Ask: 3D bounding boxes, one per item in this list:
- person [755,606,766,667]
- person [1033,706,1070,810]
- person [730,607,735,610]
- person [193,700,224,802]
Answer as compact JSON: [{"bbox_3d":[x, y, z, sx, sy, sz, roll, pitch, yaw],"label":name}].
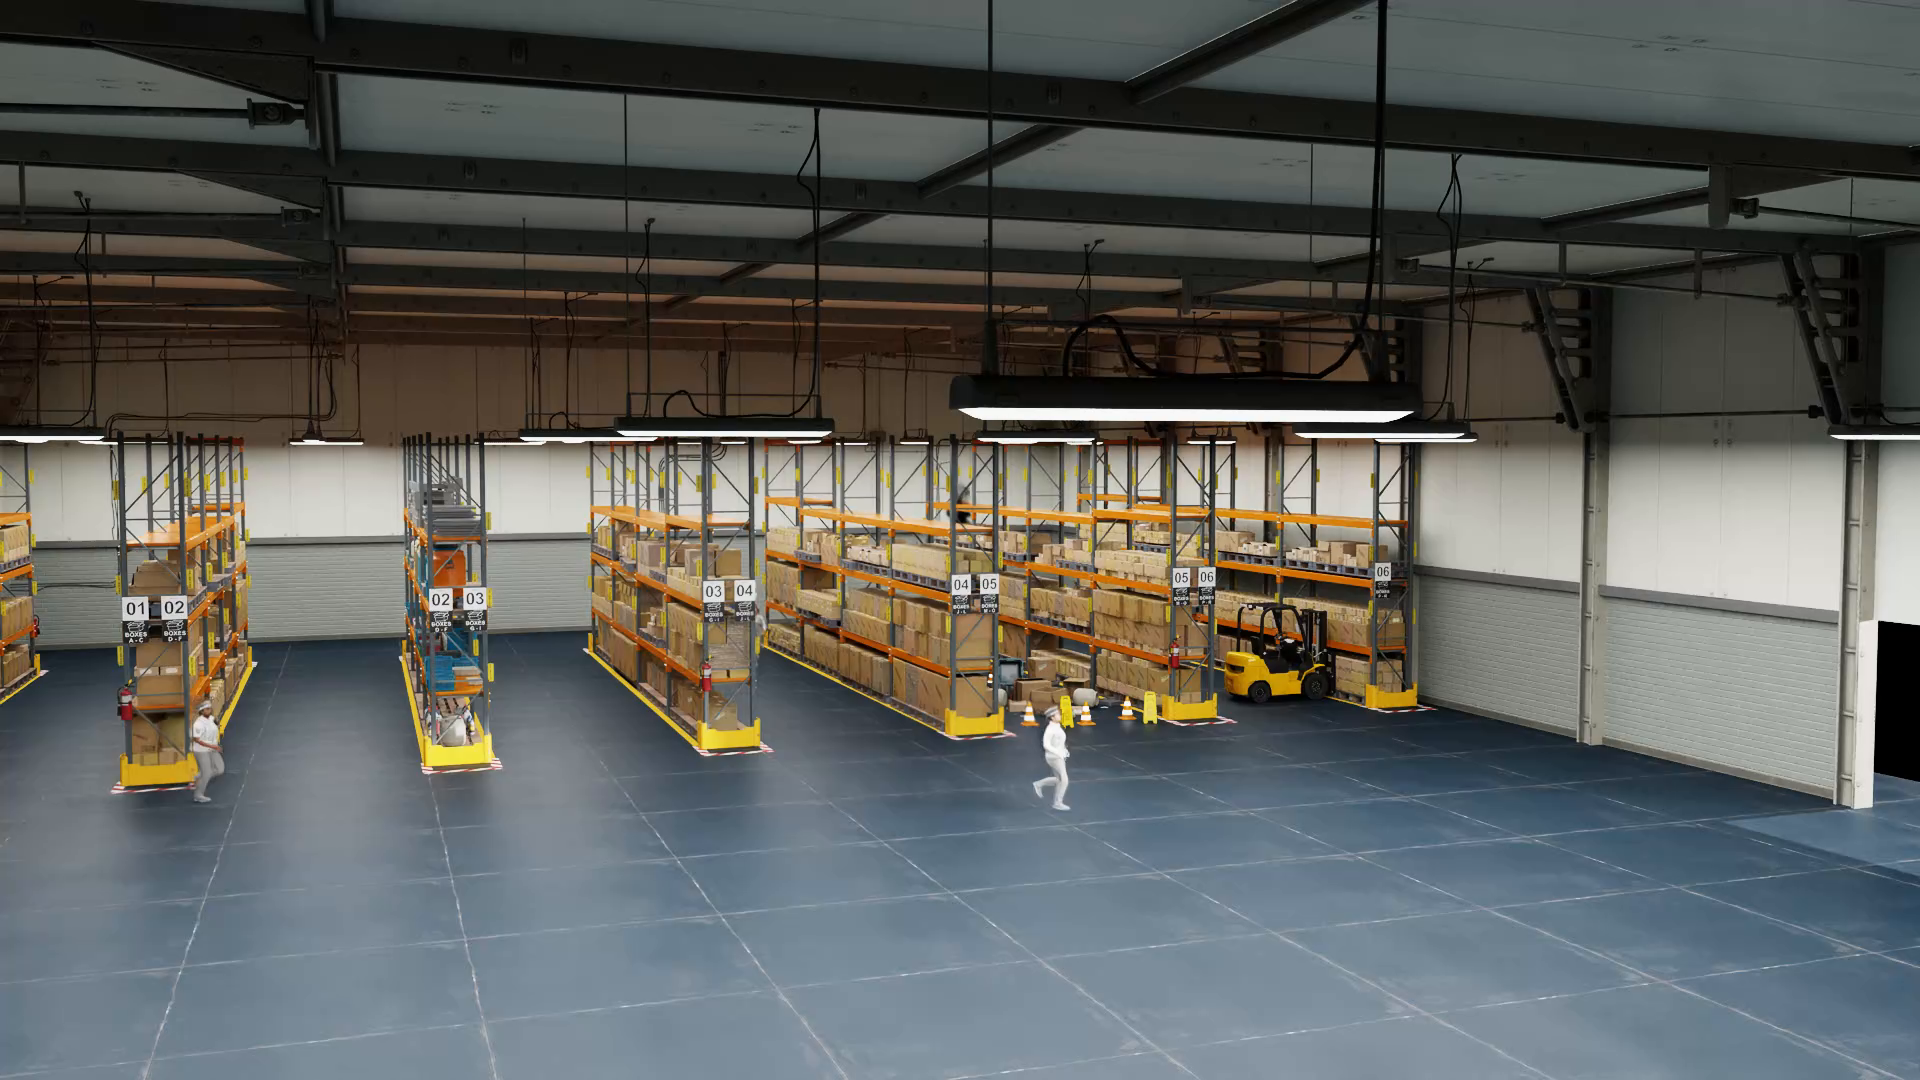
[{"bbox_3d":[-5.377,2.564,43.695,0.569,1.476,0.738,-1,3,-12],"label":"person"},{"bbox_3d":[1.443,3.445,26.333,0.609,1.665,0.617,1,3,12],"label":"person"},{"bbox_3d":[-6.875,2.261,48.532,0.760,1.532,0.535,2,4,27],"label":"person"},{"bbox_3d":[-12.153,3.404,26.912,0.600,1.656,0.597,1,3,12],"label":"person"}]
